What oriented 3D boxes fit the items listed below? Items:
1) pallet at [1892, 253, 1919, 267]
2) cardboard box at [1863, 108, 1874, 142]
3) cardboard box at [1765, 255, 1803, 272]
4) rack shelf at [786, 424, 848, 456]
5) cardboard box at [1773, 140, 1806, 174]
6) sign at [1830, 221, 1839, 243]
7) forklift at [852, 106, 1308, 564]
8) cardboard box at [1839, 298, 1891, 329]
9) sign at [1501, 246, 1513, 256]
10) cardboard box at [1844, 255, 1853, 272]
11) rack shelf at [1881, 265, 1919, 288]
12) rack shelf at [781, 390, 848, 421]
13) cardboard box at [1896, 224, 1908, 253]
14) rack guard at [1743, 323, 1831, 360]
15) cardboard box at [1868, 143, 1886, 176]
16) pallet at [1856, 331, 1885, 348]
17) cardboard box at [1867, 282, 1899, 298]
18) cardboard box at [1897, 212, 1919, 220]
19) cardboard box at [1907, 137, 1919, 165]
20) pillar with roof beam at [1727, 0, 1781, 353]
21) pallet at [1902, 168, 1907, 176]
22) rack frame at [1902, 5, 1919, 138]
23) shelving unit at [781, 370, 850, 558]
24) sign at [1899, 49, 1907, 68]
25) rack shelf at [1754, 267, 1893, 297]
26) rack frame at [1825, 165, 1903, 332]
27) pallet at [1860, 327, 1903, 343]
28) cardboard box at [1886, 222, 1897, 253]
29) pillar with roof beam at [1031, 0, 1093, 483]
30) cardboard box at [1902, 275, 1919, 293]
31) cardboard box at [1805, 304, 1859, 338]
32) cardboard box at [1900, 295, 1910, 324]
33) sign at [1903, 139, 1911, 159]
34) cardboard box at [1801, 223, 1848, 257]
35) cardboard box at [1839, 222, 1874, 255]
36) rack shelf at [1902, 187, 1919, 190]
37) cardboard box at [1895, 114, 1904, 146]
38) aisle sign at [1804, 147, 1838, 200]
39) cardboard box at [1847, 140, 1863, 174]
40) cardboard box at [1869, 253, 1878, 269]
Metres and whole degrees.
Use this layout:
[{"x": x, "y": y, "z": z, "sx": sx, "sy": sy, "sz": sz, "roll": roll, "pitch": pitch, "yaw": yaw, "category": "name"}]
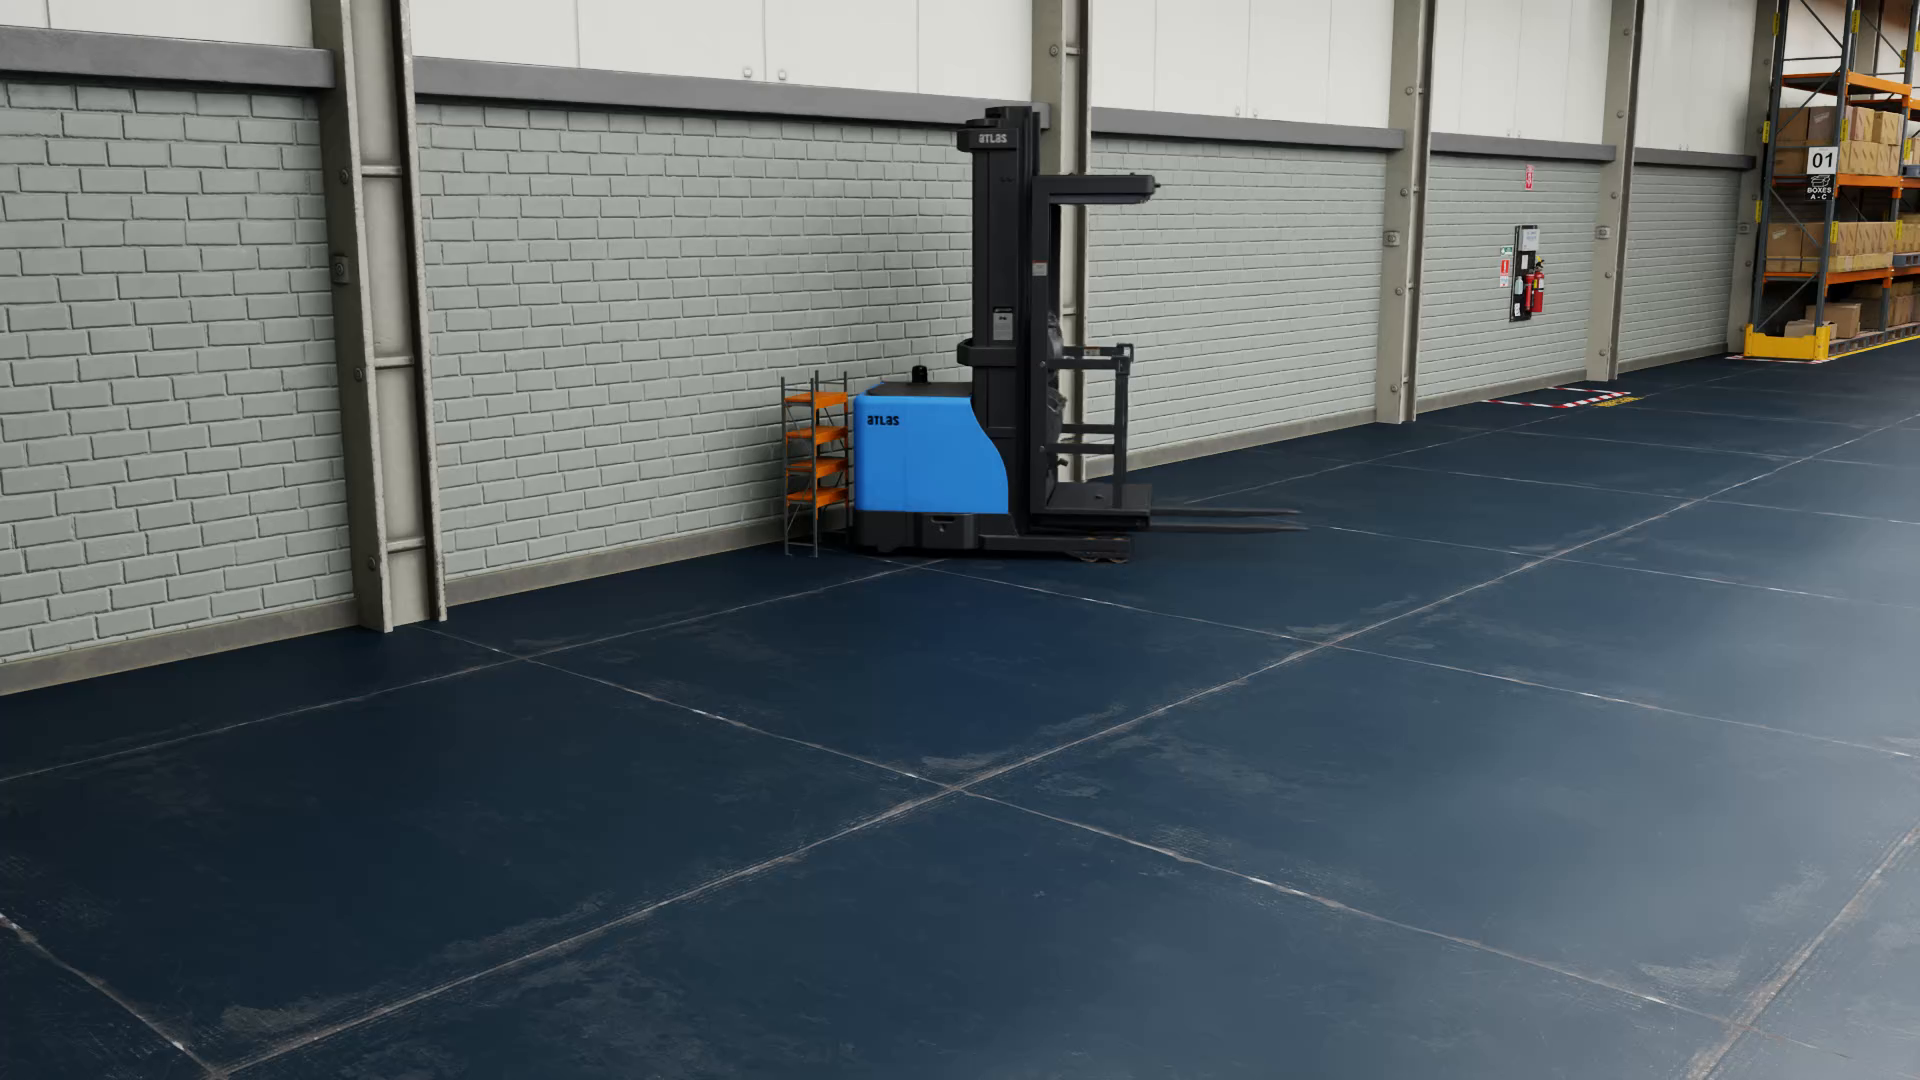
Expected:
[{"x": 16.129, "y": -4.914, "z": 29.144, "sx": 1.003, "sy": 0.211, "sz": 1.213, "roll": 10, "pitch": 15, "yaw": 40, "category": "pallet"}, {"x": 14.011, "y": -6.515, "z": 26.154, "sx": 0.500, "sy": 0.500, "sz": 0.500, "roll": 10, "pitch": 15, "yaw": 42, "category": "cardboard box"}, {"x": 13.038, "y": -4.356, "z": 26.192, "sx": 0.500, "sy": 0.250, "sz": 0.500, "roll": 10, "pitch": 15, "yaw": 41, "category": "cardboard box"}, {"x": -0.975, "y": -0.678, "z": 11.242, "sx": 0.258, "sy": 0.148, "sz": 0.480, "roll": 5, "pitch": 12, "yaw": 22, "category": "rack shelf"}, {"x": 12.960, "y": -5.949, "z": 25.876, "sx": 0.500, "sy": 0.500, "sz": 0.500, "roll": -11, "pitch": 16, "yaw": -43, "category": "cardboard box"}, {"x": 13.282, "y": -4.680, "z": 25.274, "sx": 0.100, "sy": 0.325, "sz": 0.005, "roll": 10, "pitch": 15, "yaw": 40, "category": "sign"}, {"x": 0.832, "y": -1.393, "z": 11.205, "sx": 3.031, "sy": 2.935, "sz": 1.130, "roll": 1, "pitch": 11, "yaw": 7, "category": "forklift"}, {"x": 15.989, "y": -4.014, "z": 29.411, "sx": 0.700, "sy": 0.500, "sz": 0.500, "roll": 10, "pitch": 15, "yaw": 42, "category": "cardboard box"}, {"x": 6.634, "y": -3.508, "z": 20.172, "sx": 0.001, "sy": 0.109, "sz": 0.331, "roll": 10, "pitch": 15, "yaw": 40, "category": "sign"}, {"x": 13.767, "y": -4.371, "z": 26.268, "sx": 0.500, "sy": 0.250, "sz": 0.500, "roll": 9, "pitch": 15, "yaw": 39, "category": "cardboard box"}, {"x": 16.835, "y": -4.856, "z": 30.200, "sx": 1.077, "sy": 0.370, "sz": 4.000, "roll": 10, "pitch": 15, "yaw": 40, "category": "rack shelf"}, {"x": -0.975, "y": -0.910, "z": 11.196, "sx": 0.258, "sy": 0.148, "sz": 0.480, "roll": 5, "pitch": 12, "yaw": 22, "category": "rack shelf"}, {"x": 16.251, "y": -5.331, "z": 29.363, "sx": 0.500, "sy": 0.500, "sz": 0.700, "roll": -10, "pitch": 15, "yaw": -42, "category": "cardboard box"}, {"x": 12.925, "y": -3.111, "z": 26.011, "sx": 1.175, "sy": 0.500, "sz": 0.348, "roll": 10, "pitch": 15, "yaw": 40, "category": "rack guard"}, {"x": 14.687, "y": -6.178, "z": 27.022, "sx": 0.500, "sy": 0.500, "sz": 0.500, "roll": 9, "pitch": 14, "yaw": 38, "category": "cardboard box"}, {"x": 15.098, "y": -3.443, "z": 28.412, "sx": 1.003, "sy": 0.211, "sz": 1.213, "roll": 10, "pitch": 15, "yaw": 40, "category": "pallet"}, {"x": 16.617, "y": -4.524, "z": 30.050, "sx": 0.500, "sy": 0.250, "sz": 0.500, "roll": 9, "pitch": 15, "yaw": 39, "category": "cardboard box"}, {"x": 18.260, "y": -6.175, "z": 31.990, "sx": 0.500, "sy": 0.250, "sz": 0.500, "roll": 10, "pitch": 15, "yaw": 42, "category": "cardboard box"}, {"x": 16.750, "y": -6.892, "z": 29.571, "sx": 0.500, "sy": 0.500, "sz": 0.500, "roll": 9, "pitch": 14, "yaw": 38, "category": "cardboard box"}, {"x": 15.921, "y": -6.926, "z": 23.411, "sx": 9.100, "sy": 9.000, "sz": 0.400, "roll": 10, "pitch": 15, "yaw": 40, "category": "pillar with roof beam"}, {"x": 16.685, "y": -6.523, "z": 29.533, "sx": 1.213, "sy": 0.211, "sz": 1.003, "roll": 10, "pitch": 15, "yaw": 40, "category": "pallet"}, {"x": 18.156, "y": -8.444, "z": 31.015, "sx": 1.000, "sy": 3.000, "sz": 0.127, "roll": 10, "pitch": 15, "yaw": 40, "category": "rack frame"}, {"x": -0.975, "y": -0.524, "z": 11.273, "sx": 0.258, "sy": 1.200, "sz": 0.503, "roll": 5, "pitch": 12, "yaw": 22, "category": "shelving unit"}, {"x": 17.736, "y": -9.051, "z": 31.265, "sx": 0.100, "sy": 0.325, "sz": 0.005, "roll": 10, "pitch": 15, "yaw": 40, "category": "sign"}, {"x": 14.195, "y": -4.267, "z": 27.253, "sx": 1.077, "sy": 0.370, "sz": 4.000, "roll": 10, "pitch": 15, "yaw": 40, "category": "rack shelf"}, {"x": 15.515, "y": -4.914, "z": 28.656, "sx": 1.000, "sy": 3.000, "sz": 0.127, "roll": 10, "pitch": 15, "yaw": 40, "category": "rack frame"}, {"x": 16.028, "y": -3.661, "z": 29.504, "sx": 1.003, "sy": 0.211, "sz": 1.213, "roll": 10, "pitch": 15, "yaw": 40, "category": "pallet"}, {"x": 15.435, "y": -5.109, "z": 28.047, "sx": 0.500, "sy": 0.500, "sz": 0.500, "roll": 10, "pitch": 15, "yaw": 40, "category": "cardboard box"}, {"x": 4.039, "y": -4.277, "z": 10.152, "sx": 9.100, "sy": 9.000, "sz": 0.400, "roll": 10, "pitch": 15, "yaw": 40, "category": "pillar with roof beam"}, {"x": 18.740, "y": -4.746, "z": 32.229, "sx": 0.750, "sy": 0.750, "sz": 0.750, "roll": 10, "pitch": 15, "yaw": 40, "category": "cardboard box"}, {"x": 14.297, "y": -3.591, "z": 27.291, "sx": 0.700, "sy": 0.500, "sz": 0.500, "roll": 9, "pitch": 14, "yaw": 37, "category": "cardboard box"}, {"x": 16.985, "y": -4.242, "z": 30.552, "sx": 0.700, "sy": 0.500, "sz": 0.500, "roll": 10, "pitch": 15, "yaw": 40, "category": "cardboard box"}, {"x": 15.928, "y": -6.570, "z": 27.966, "sx": 0.100, "sy": 0.325, "sz": 0.005, "roll": 10, "pitch": 15, "yaw": 40, "category": "sign"}, {"x": 13.416, "y": -4.661, "z": 25.806, "sx": 0.500, "sy": 0.500, "sz": 0.500, "roll": 10, "pitch": 15, "yaw": 40, "category": "cardboard box"}, {"x": 14.427, "y": -4.885, "z": 26.928, "sx": 0.500, "sy": 0.500, "sz": 0.500, "roll": 10, "pitch": 15, "yaw": 42, "category": "cardboard box"}, {"x": 19.476, "y": -6.915, "z": 32.853, "sx": 1.077, "sy": 0.370, "sz": 4.000, "roll": 10, "pitch": 15, "yaw": 40, "category": "rack shelf"}, {"x": 15.388, "y": -6.825, "z": 27.708, "sx": 0.500, "sy": 0.500, "sz": 0.500, "roll": 8, "pitch": 14, "yaw": 36, "category": "cardboard box"}, {"x": 13.053, "y": -5.551, "z": 25.208, "sx": 0.394, "sy": 0.787, "sz": 0.004, "roll": 10, "pitch": 15, "yaw": 40, "category": "aisle sign"}, {"x": 13.665, "y": -5.947, "z": 25.861, "sx": 0.500, "sy": 0.500, "sz": 0.500, "roll": -11, "pitch": 16, "yaw": -44, "category": "cardboard box"}, {"x": 14.775, "y": -4.593, "z": 27.382, "sx": 0.500, "sy": 0.250, "sz": 0.500, "roll": 10, "pitch": 15, "yaw": 40, "category": "cardboard box"}]
